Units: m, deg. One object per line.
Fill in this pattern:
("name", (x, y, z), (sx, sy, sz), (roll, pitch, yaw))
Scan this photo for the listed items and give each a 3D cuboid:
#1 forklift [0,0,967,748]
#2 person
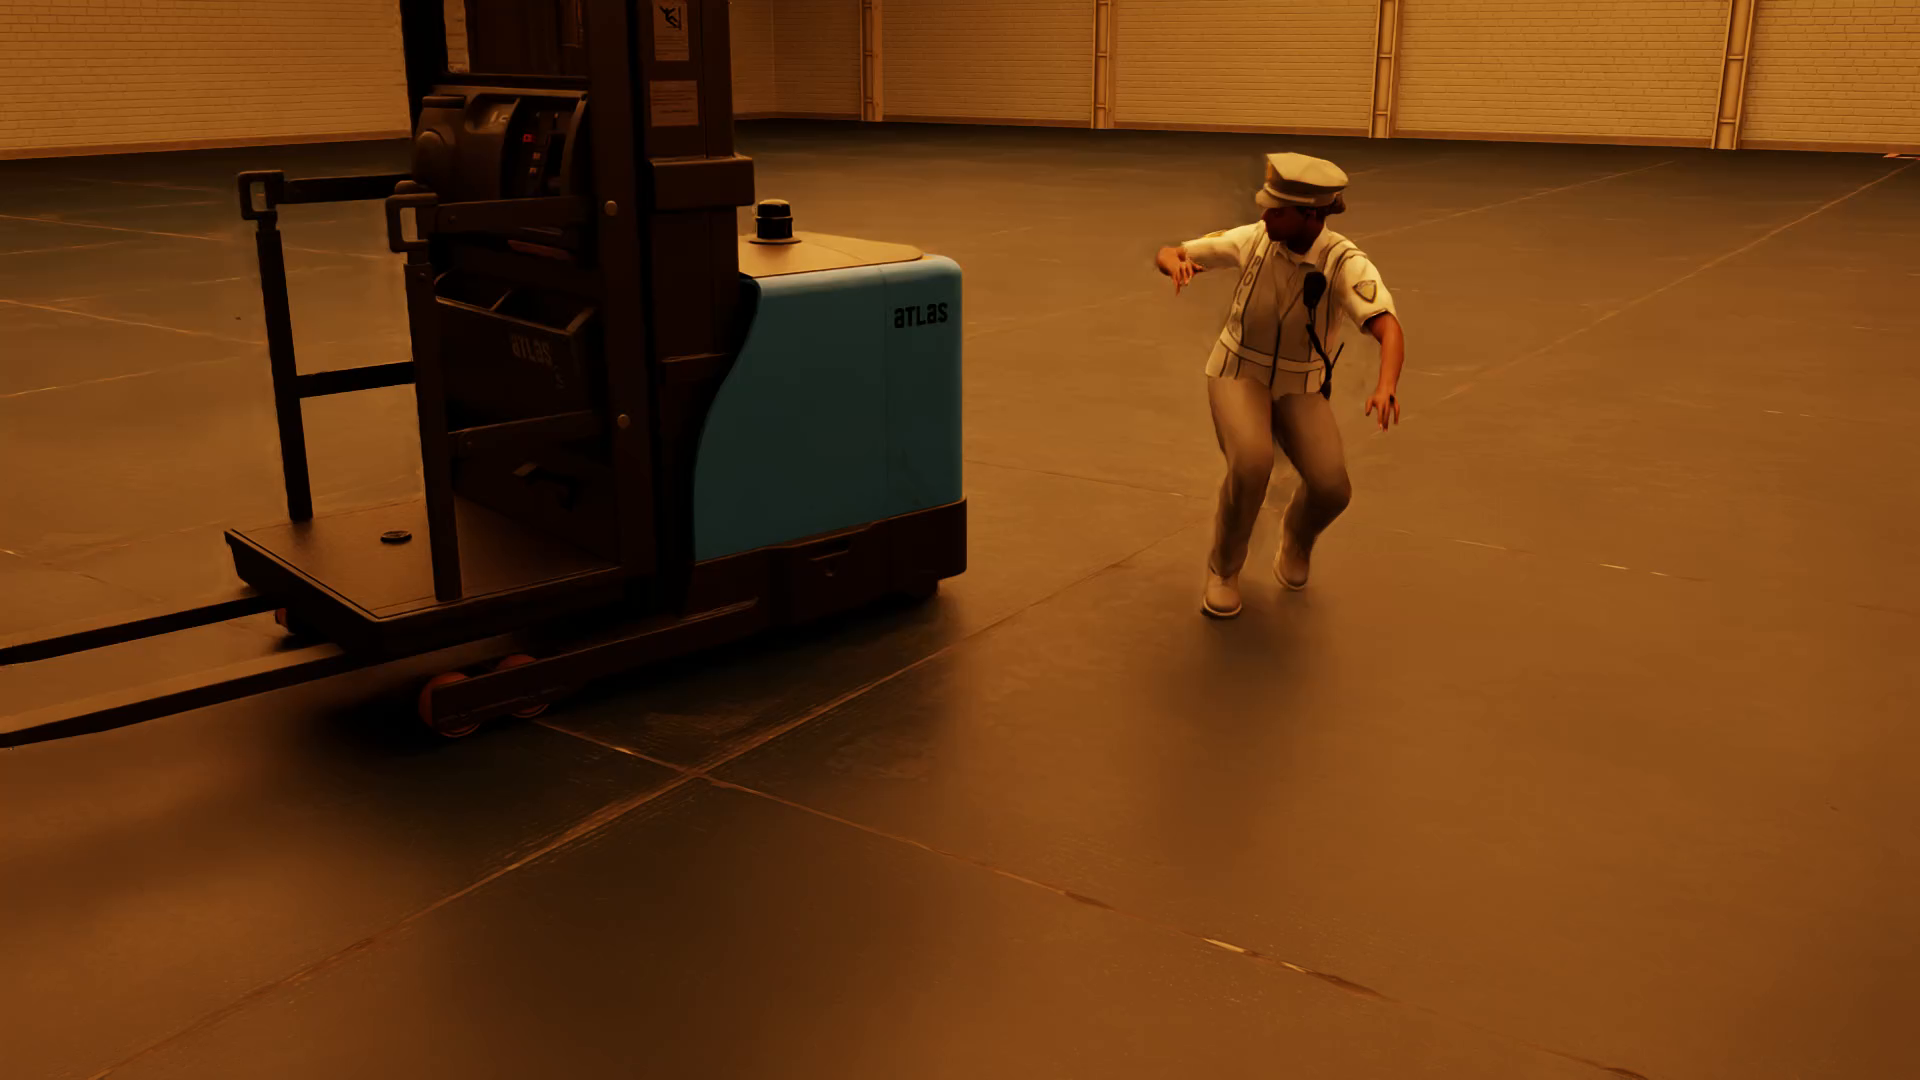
("forklift", (-1.417, -1.067, 4.400), (3.031, 2.935, 1.130), (-14, 22, -39))
("person", (0.945, -0.450, 5.039), (0.705, 1.397, 0.934), (1, 17, 4))
